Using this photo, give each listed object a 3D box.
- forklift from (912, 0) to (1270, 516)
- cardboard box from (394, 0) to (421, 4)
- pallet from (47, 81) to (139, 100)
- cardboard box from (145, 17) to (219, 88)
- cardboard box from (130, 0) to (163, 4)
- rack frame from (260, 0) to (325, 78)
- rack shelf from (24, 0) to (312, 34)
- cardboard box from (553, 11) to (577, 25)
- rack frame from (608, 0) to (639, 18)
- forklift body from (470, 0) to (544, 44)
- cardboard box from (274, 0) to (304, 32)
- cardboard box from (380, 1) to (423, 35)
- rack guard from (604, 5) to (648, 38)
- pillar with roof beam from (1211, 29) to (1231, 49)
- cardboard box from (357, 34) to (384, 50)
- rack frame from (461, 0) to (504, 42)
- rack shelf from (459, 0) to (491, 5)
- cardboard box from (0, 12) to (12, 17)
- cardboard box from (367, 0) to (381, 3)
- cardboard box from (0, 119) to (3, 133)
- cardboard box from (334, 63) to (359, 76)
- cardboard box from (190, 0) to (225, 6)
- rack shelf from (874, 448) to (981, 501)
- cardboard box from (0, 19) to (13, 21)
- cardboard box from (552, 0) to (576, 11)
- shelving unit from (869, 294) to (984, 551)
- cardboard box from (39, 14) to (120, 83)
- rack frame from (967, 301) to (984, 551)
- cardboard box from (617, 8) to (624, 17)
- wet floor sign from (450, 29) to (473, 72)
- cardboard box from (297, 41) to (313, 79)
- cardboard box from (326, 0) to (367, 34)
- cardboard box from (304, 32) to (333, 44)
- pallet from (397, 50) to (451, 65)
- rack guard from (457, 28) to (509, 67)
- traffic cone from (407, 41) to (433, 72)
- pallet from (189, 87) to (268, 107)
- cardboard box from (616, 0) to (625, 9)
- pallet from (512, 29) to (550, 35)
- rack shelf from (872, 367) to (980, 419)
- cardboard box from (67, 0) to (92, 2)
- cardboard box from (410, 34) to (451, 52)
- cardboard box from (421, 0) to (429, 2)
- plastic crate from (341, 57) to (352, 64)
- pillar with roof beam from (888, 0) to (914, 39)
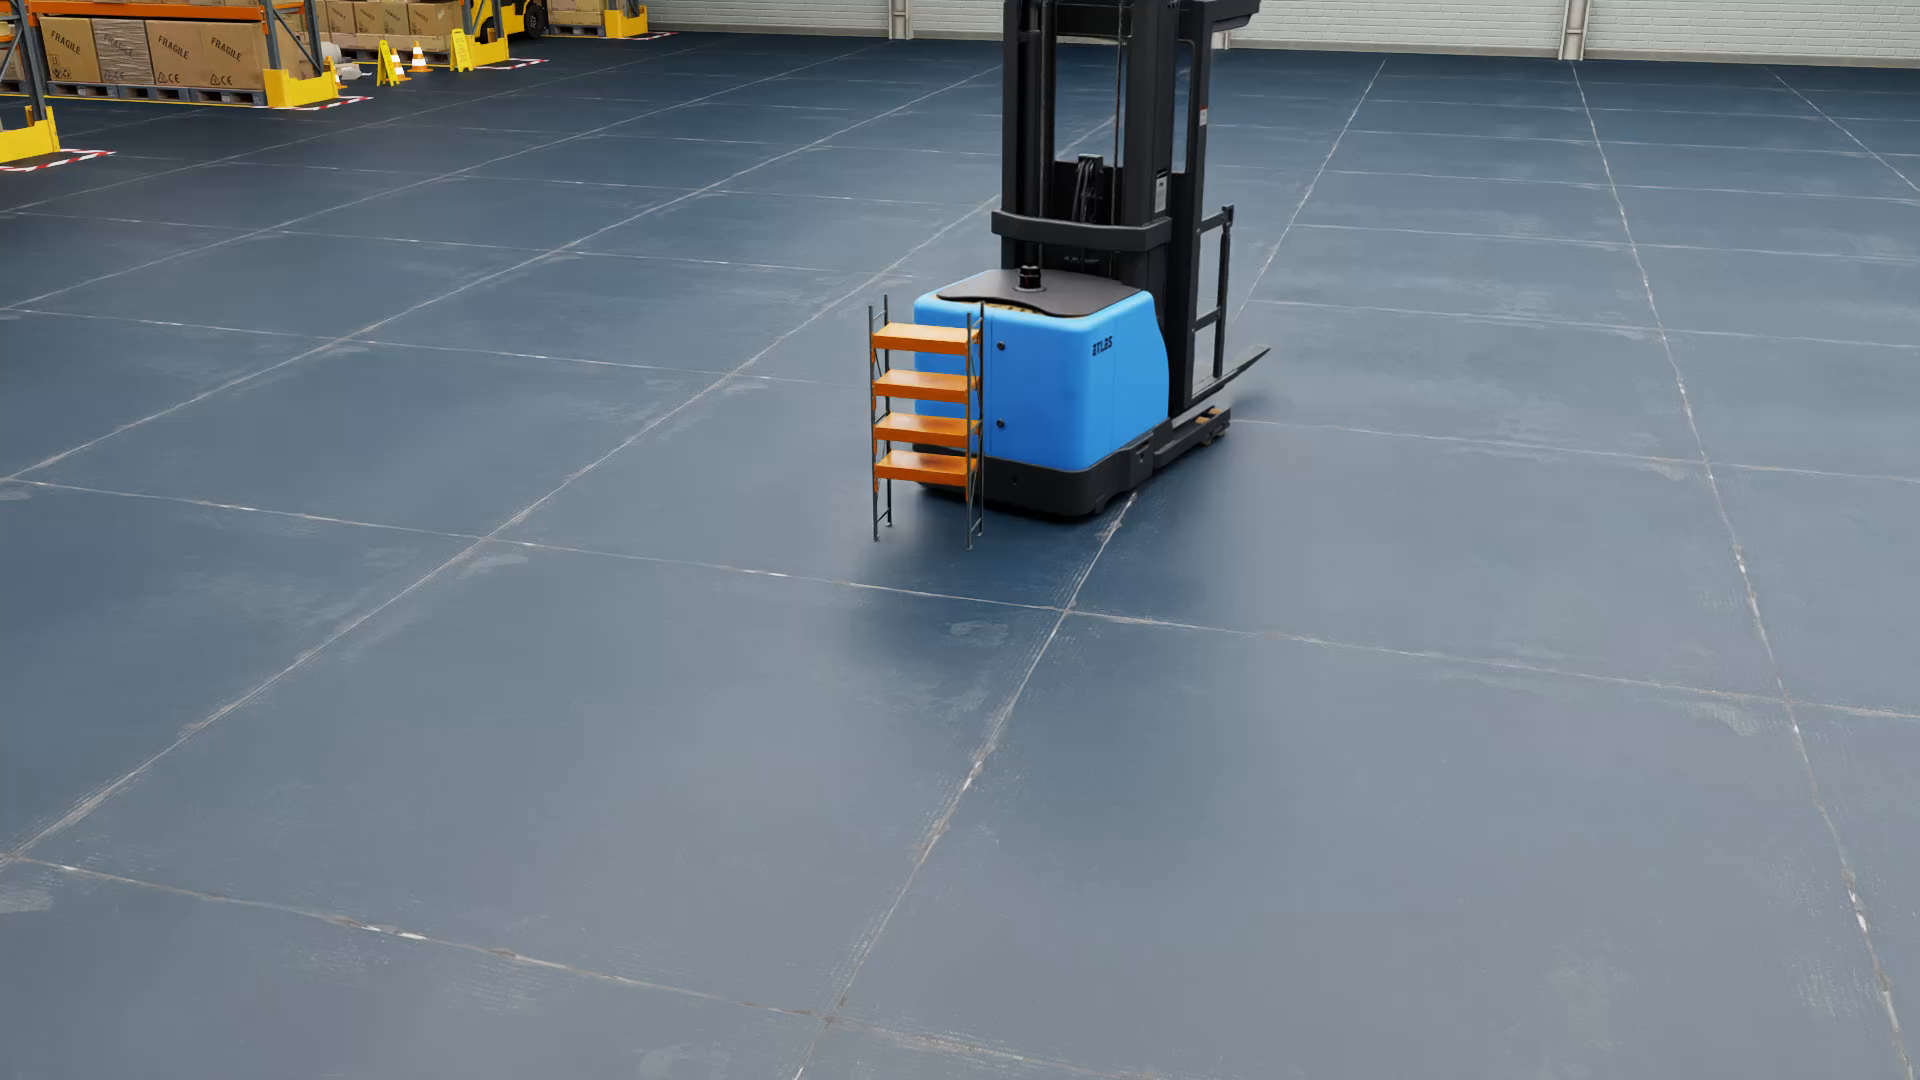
[{"bbox_3d":[0.944,-1.988,9.318,1.130,2.935,3.031,13,26,29],"label":"forklift"},{"bbox_3d":[-9.092,-8.916,27.343,0.250,0.149,0.380,7,23,17],"label":"cardboard box"},{"bbox_3d":[-12.336,-6.565,24.059,1.213,0.211,1.003,7,23,15],"label":"pallet"},{"bbox_3d":[-10.723,-6.885,23.413,0.875,0.875,0.875,6,23,15],"label":"cardboard box"},{"bbox_3d":[-11.132,-7.824,23.257,0.500,0.550,0.875,7,23,16],"label":"cardboard box"},{"bbox_3d":[-9.212,-7.528,22.733,0.127,3.000,1.000,7,23,16],"label":"rack frame"},{"bbox_3d":[-11.127,-7.414,23.404,4.000,0.370,1.077,7,23,16],"label":"rack shelf"},{"bbox_3d":[-7.463,-10.058,31.971,0.500,0.250,0.500,7,23,15],"label":"cardboard box"},{"bbox_3d":[-6.449,-11.141,31.542,0.127,3.000,1.000,7,23,16],"label":"rack frame"},{"bbox_3d":[-8.791,-10.294,30.594,1.214,2.155,2.313,7,23,16],"label":"forklift body"},{"bbox_3d":[-11.221,-8.882,28.116,0.500,0.500,0.500,8,24,18],"label":"cardboard box"},{"bbox_3d":[-9.222,-8.656,27.564,0.500,0.500,0.500,7,23,17],"label":"cardboard box"},{"bbox_3d":[-6.426,-9.982,32.010,0.348,0.500,1.175,7,23,16],"label":"rack guard"},{"bbox_3d":[3.390,-11.441,24.368,0.400,9.000,9.100,7,23,16],"label":"pillar with roof beam"},{"bbox_3d":[-9.727,-8.366,27.845,0.500,0.250,0.500,6,23,14],"label":"cardboard box"},{"bbox_3d":[-7.879,-9.338,27.144,0.127,3.000,1.000,7,23,16],"label":"rack frame"},{"bbox_3d":[-9.793,-9.224,27.815,4.000,0.370,1.077,7,23,16],"label":"rack shelf"},{"bbox_3d":[-17.028,-9.631,30.106,0.875,0.875,0.875,7,23,16],"label":"cardboard box"},{"bbox_3d":[-9.583,-8.974,27.485,0.250,0.149,0.380,8,23,18],"label":"cardboard box"},{"bbox_3d":[-11.334,-4.849,18.943,0.500,0.500,0.500,11,25,25],"label":"cardboard box"},{"bbox_3d":[-9.716,-7.428,26.246,0.380,0.149,0.250,-20,29,-39],"label":"cardboard box"},{"bbox_3d":[-10.113,-7.674,22.891,0.550,0.550,0.875,7,23,16],"label":"cardboard box"},{"bbox_3d":[-0.158,-0.327,8.251,0.480,0.148,0.258,7,23,16],"label":"rack shelf"},{"bbox_3d":[-14.584,-7.262,24.497,0.750,0.750,1.050,7,23,15],"label":"cardboard box"},{"bbox_3d":[-7.482,-10.294,31.886,0.500,0.250,0.500,6,23,15],"label":"cardboard box"},{"bbox_3d":[-0.158,-0.573,8.150,0.503,1.200,0.258,7,23,16],"label":"shelving unit"},{"bbox_3d":[-12.459,-7.083,23.895,0.875,0.875,0.875,7,23,16],"label":"cardboard box"},{"bbox_3d":[0.075,-0.547,8.084,0.015,1.200,0.240,7,23,16],"label":"rack frame"},{"bbox_3d":[-6.862,-10.188,32.289,0.500,0.250,0.500,7,23,16],"label":"cardboard box"},{"bbox_3d":[-8.006,-7.839,26.593,0.232,0.644,0.267,16,27,34],"label":"wet floor sign"},{"bbox_3d":[-10.292,-7.455,25.845,0.637,0.503,0.797,-9,24,-21],"label":"cardboard box"},{"bbox_3d":[-10.210,-8.771,27.844,0.500,0.500,0.500,8,24,18],"label":"cardboard box"},{"bbox_3d":[-10.707,-8.481,28.126,0.500,0.250,0.500,8,24,19],"label":"cardboard box"},{"bbox_3d":[-8.719,-8.158,27.942,1.213,0.211,1.003,7,23,16],"label":"pallet"},{"bbox_3d":[-7.951,-8.189,27.639,0.348,0.500,1.175,7,23,16],"label":"rack guard"},{"bbox_3d":[-8.663,-7.742,26.598,0.334,0.463,0.336,7,23,16],"label":"traffic cone"},{"bbox_3d":[-10.000,-6.297,23.407,1.213,0.211,1.003,7,23,15],"label":"pallet"},{"bbox_3d":[-6.839,-10.422,32.199,0.500,0.250,0.500,7,23,16],"label":"cardboard box"},{"bbox_3d":[-8.357,-10.054,32.566,1.213,0.211,1.003,7,23,15],"label":"pallet"},{"bbox_3d":[-0.158,-0.718,8.090,0.480,0.148,0.258,7,23,16],"label":"rack shelf"},{"bbox_3d":[-12.152,-7.948,23.559,0.550,0.550,0.875,7,23,16],"label":"cardboard box"},{"bbox_3d":[-8.753,-8.253,27.571,0.500,0.250,0.500,6,23,15],"label":"cardboard box"},{"bbox_3d":[-9.096,-8.854,28.047,0.500,0.500,0.500,6,23,14],"label":"cardboard box"},{"bbox_3d":[-10.442,-7.955,27.622,0.583,0.080,0.402,-1,22,-3],"label":"plastic crate"},{"bbox_3d":[-2.354,-12.099,25.971,0.400,9.000,9.100,7,23,16],"label":"pillar with roof beam"}]
